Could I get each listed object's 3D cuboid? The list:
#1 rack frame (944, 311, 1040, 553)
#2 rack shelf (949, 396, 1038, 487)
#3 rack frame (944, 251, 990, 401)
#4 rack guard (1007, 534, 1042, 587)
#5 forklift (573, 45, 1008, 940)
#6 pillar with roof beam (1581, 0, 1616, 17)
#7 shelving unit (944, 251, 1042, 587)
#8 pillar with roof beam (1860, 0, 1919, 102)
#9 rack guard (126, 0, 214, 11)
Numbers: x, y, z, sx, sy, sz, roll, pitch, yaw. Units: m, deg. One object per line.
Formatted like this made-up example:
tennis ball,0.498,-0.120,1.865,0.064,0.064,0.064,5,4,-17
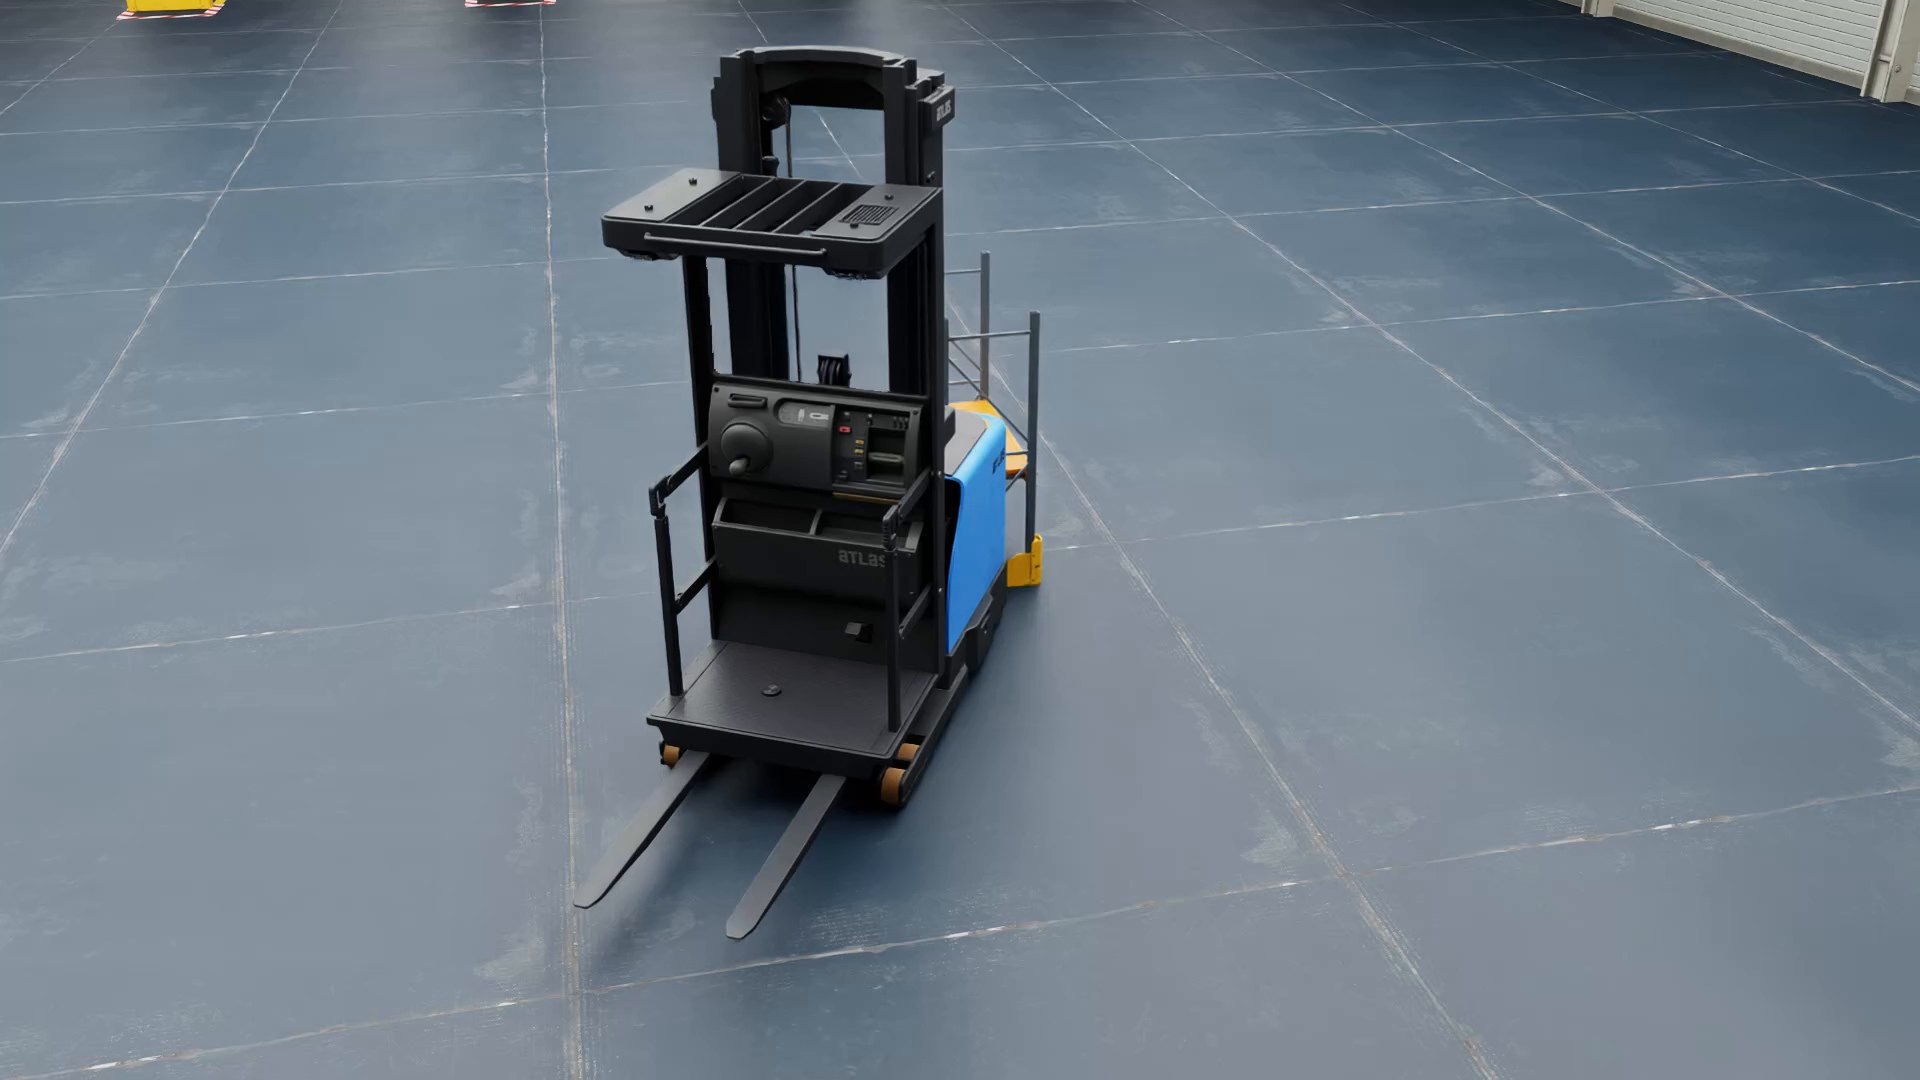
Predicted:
rack frame,0.143,-0.422,8.422,0.500,1.500,0.032,-6,27,-12
rack shelf,0.029,-0.485,8.945,0.538,0.185,1.000,-6,27,-12
rack frame,-0.085,-0.869,9.306,0.500,1.500,0.032,-6,27,-12
rack guard,0.139,0.127,8.721,0.587,0.250,0.087,-6,27,-12
forklift,-0.670,-0.381,6.753,1.130,2.935,3.031,8,28,15
pillar with roof beam,5.288,-11.401,21.851,9.100,9.000,0.400,-6,27,-12
shelving unit,0.027,-0.649,8.872,0.587,1.500,1.083,-6,27,-12
pillar with roof beam,6.640,-8.767,16.632,9.100,9.000,0.400,-6,27,-12
rack guard,-11.970,-8.294,25.128,1.175,0.500,0.348,-6,27,-12
